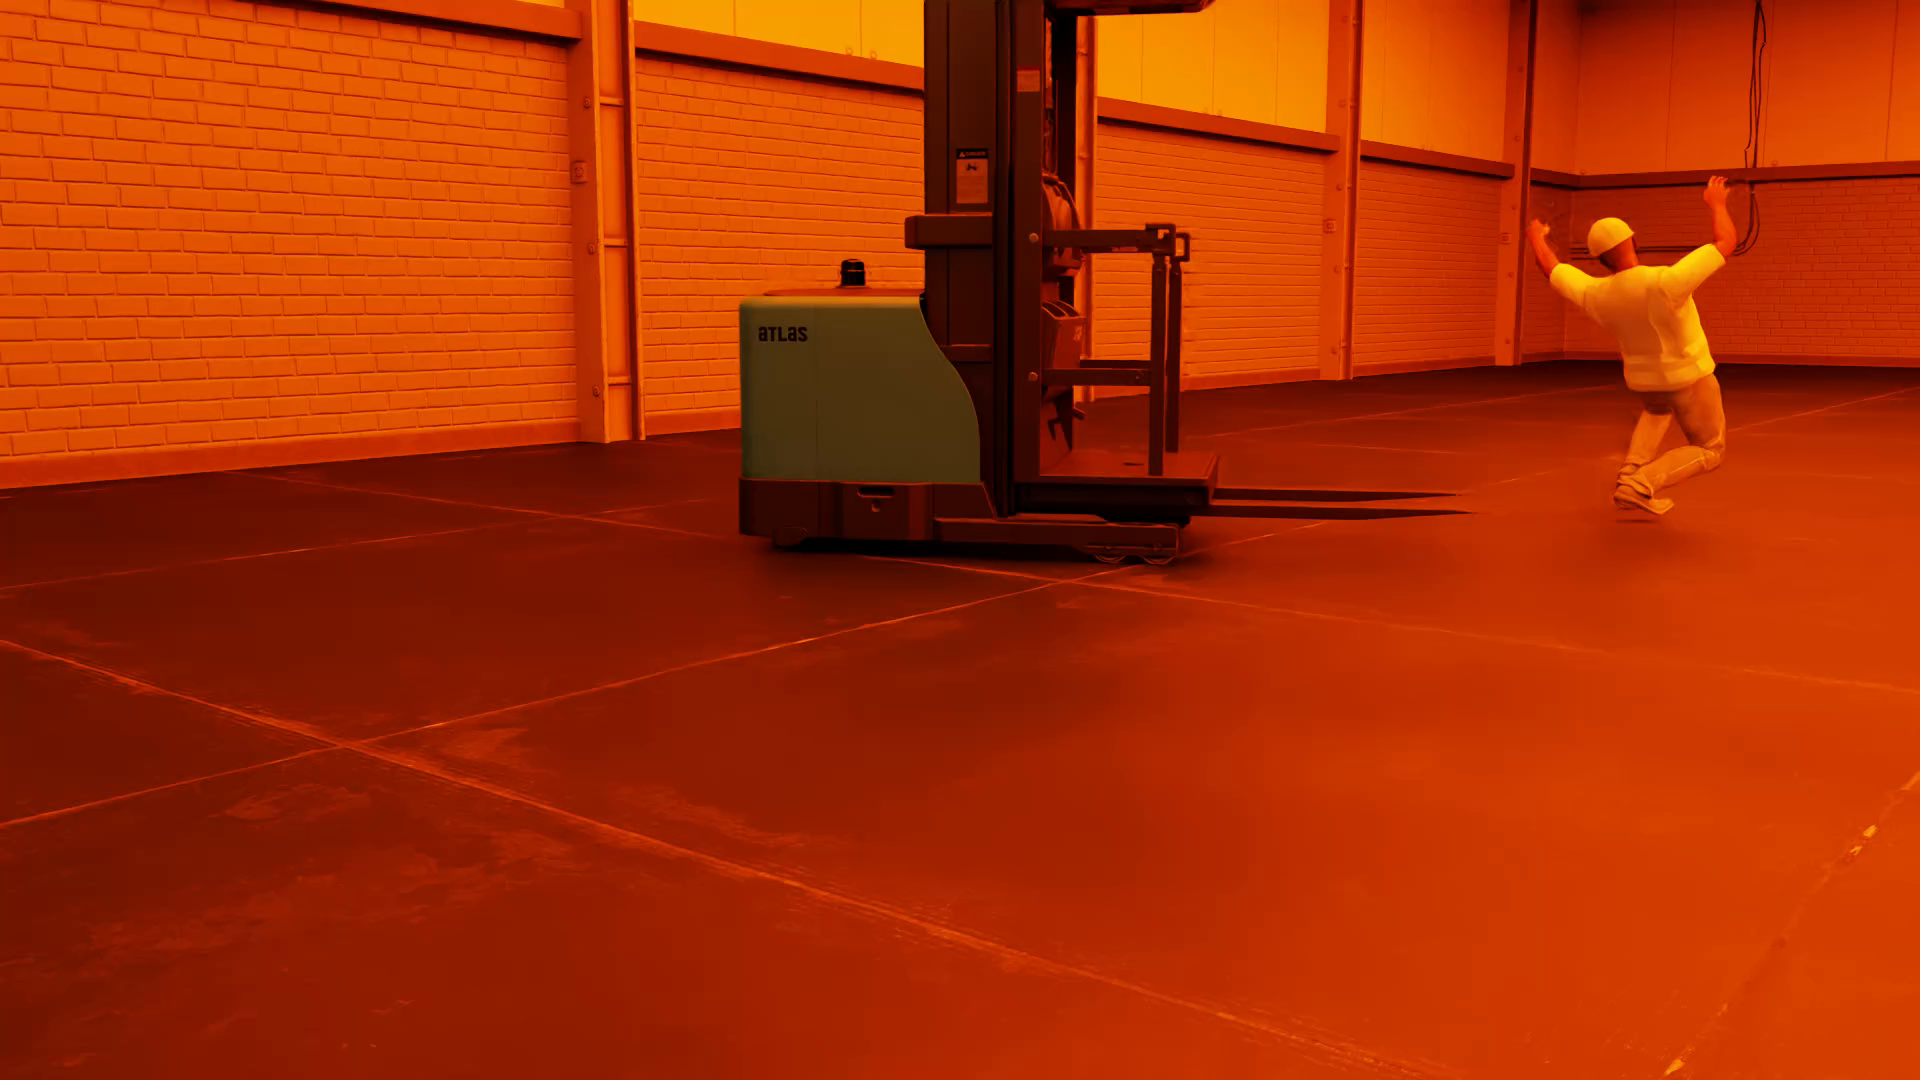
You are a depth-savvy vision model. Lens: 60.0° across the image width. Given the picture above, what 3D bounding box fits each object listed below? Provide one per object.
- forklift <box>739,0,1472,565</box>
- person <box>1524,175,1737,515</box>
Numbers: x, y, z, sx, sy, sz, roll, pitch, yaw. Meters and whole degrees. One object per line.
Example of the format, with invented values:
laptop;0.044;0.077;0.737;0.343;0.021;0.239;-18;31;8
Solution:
forklift;0.624;-1.433;7.073;3.031;2.935;1.130;2;8;11
person;3.313;-0.944;8.254;0.827;1.667;1.119;-4;9;-27
